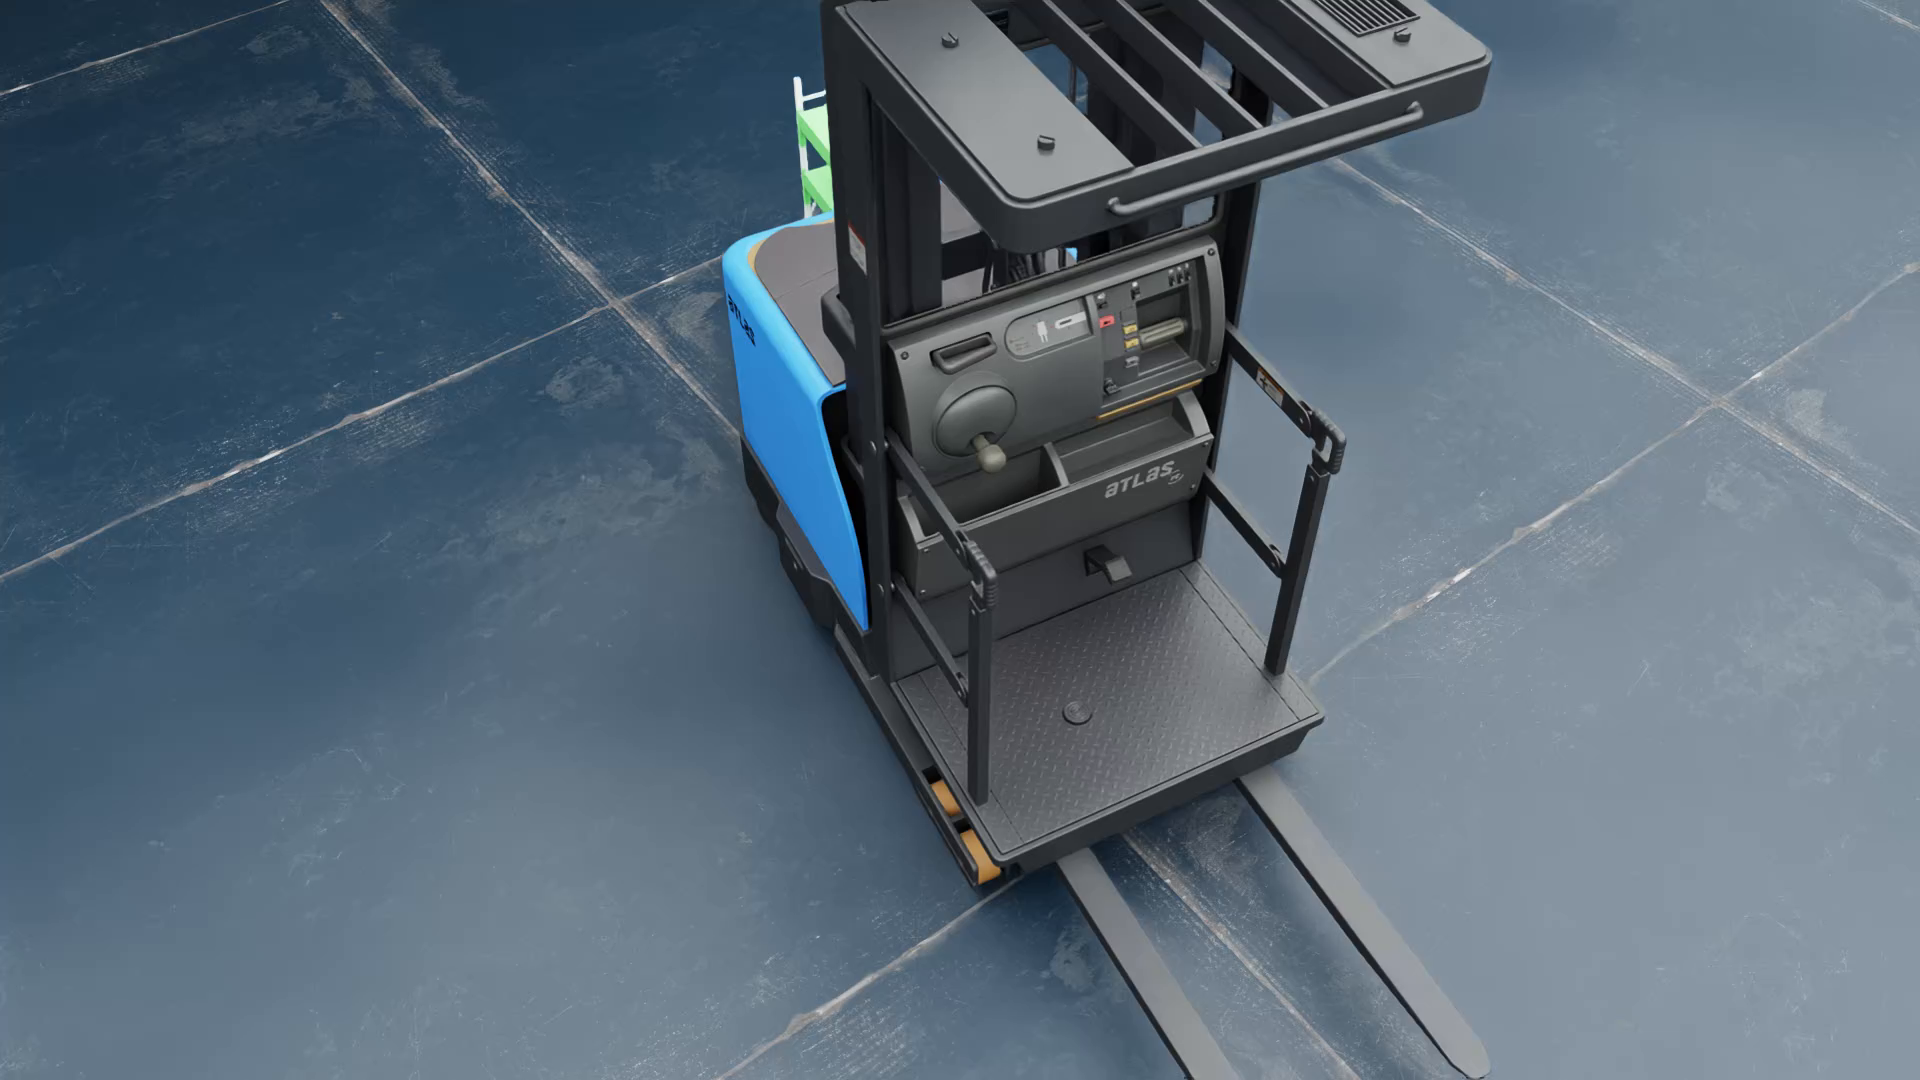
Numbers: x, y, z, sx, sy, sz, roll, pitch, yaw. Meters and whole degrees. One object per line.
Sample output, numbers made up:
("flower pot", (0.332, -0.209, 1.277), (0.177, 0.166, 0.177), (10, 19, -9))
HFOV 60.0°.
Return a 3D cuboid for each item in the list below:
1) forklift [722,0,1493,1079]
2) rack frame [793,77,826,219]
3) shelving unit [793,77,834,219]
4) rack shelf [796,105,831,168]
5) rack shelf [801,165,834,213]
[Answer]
("forklift", (0.367, -0.370, 4.108), (1.130, 2.935, 3.031), (-21, 51, -18))
("rack frame", (-0.443, -1.166, 5.997), (0.240, 1.200, 0.015), (-21, 51, -18))
("shelving unit", (-0.332, -1.005, 5.851), (0.258, 1.200, 0.503), (-21, 51, -18))
("rack shelf", (-0.332, -1.285, 5.543), (0.258, 0.148, 0.480), (-21, 51, -18))
("rack shelf", (-0.332, -1.123, 5.721), (0.258, 0.148, 0.480), (-21, 51, -18))
